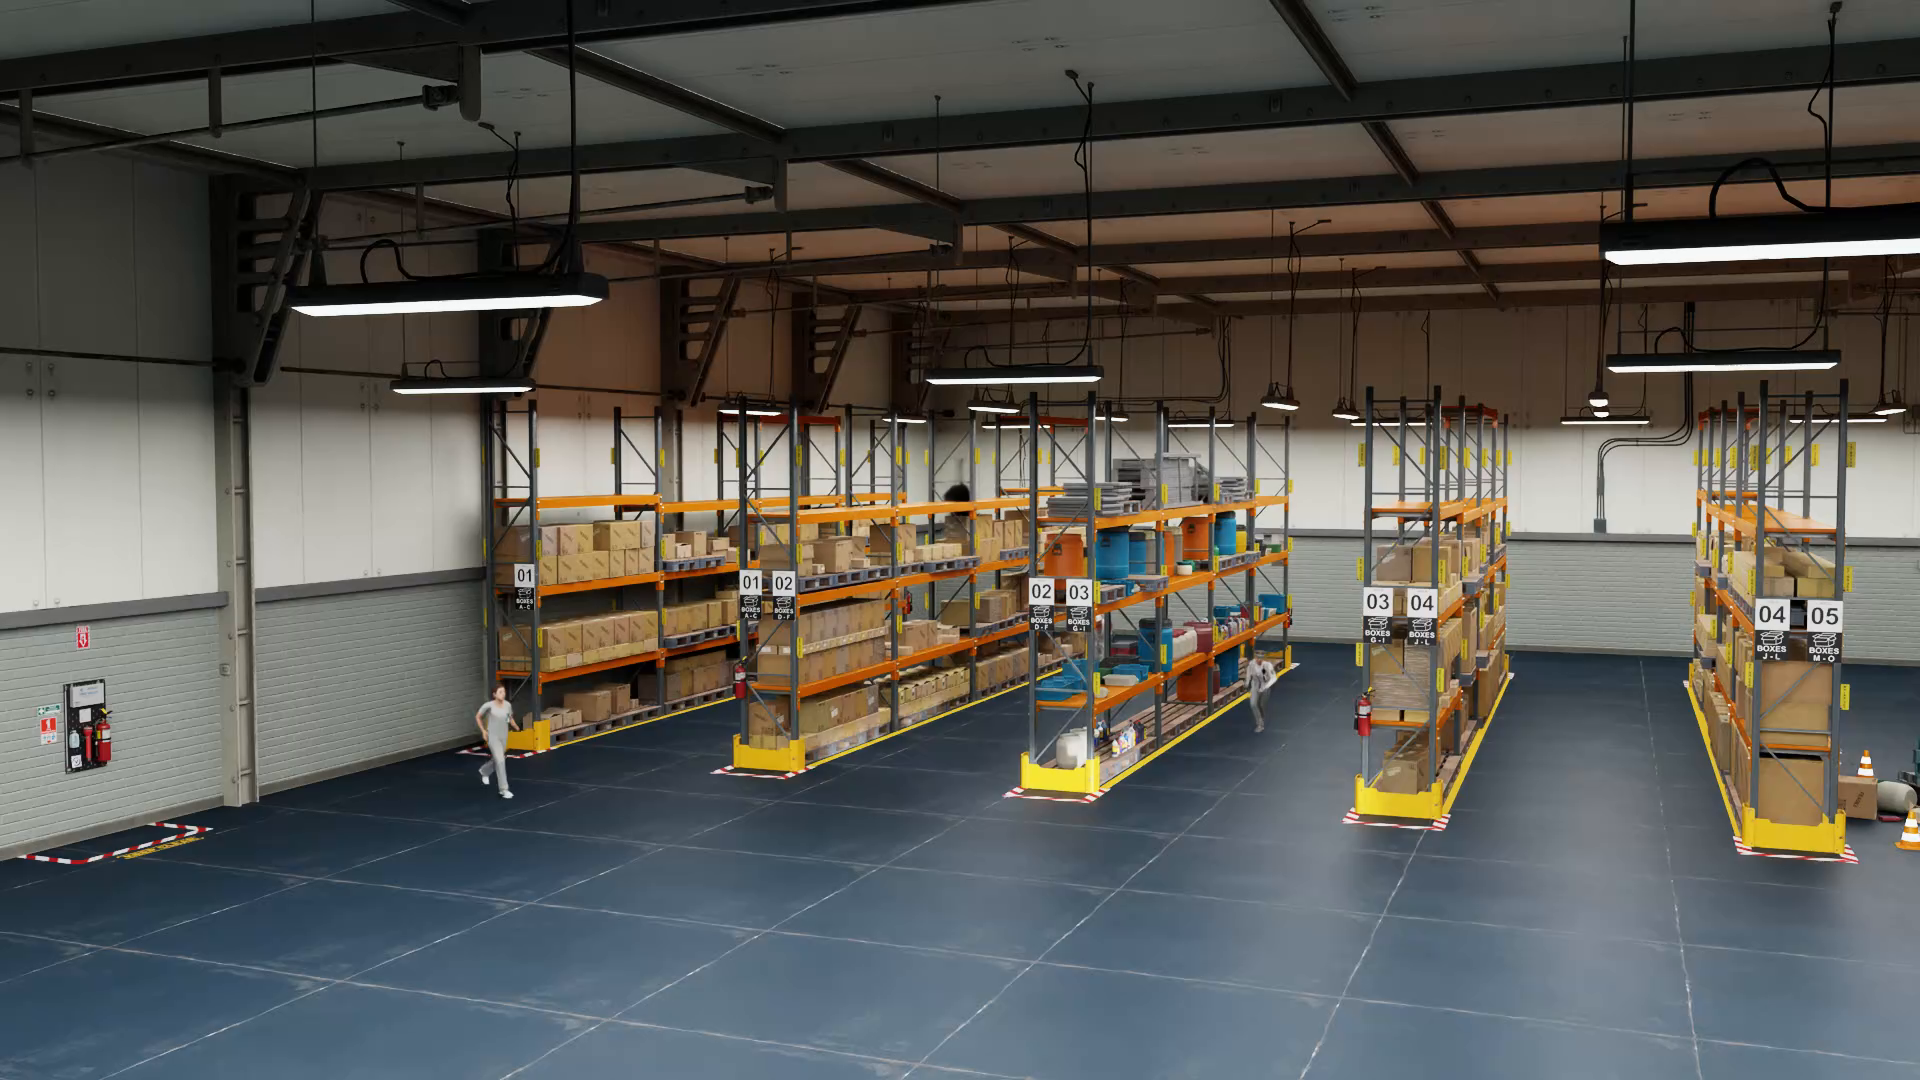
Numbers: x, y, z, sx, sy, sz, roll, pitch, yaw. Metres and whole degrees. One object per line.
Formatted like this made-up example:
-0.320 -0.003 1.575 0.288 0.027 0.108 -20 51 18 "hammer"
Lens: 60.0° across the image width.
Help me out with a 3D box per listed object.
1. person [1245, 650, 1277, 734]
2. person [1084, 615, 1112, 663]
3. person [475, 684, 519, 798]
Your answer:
5.536 2.728 30.467 0.611 1.521 0.979 1 3 20 "person"
3.117 2.393 37.612 0.677 1.547 1.197 0 3 -1 "person"
-6.906 2.958 24.726 0.887 1.661 0.539 2 4 41 "person"
